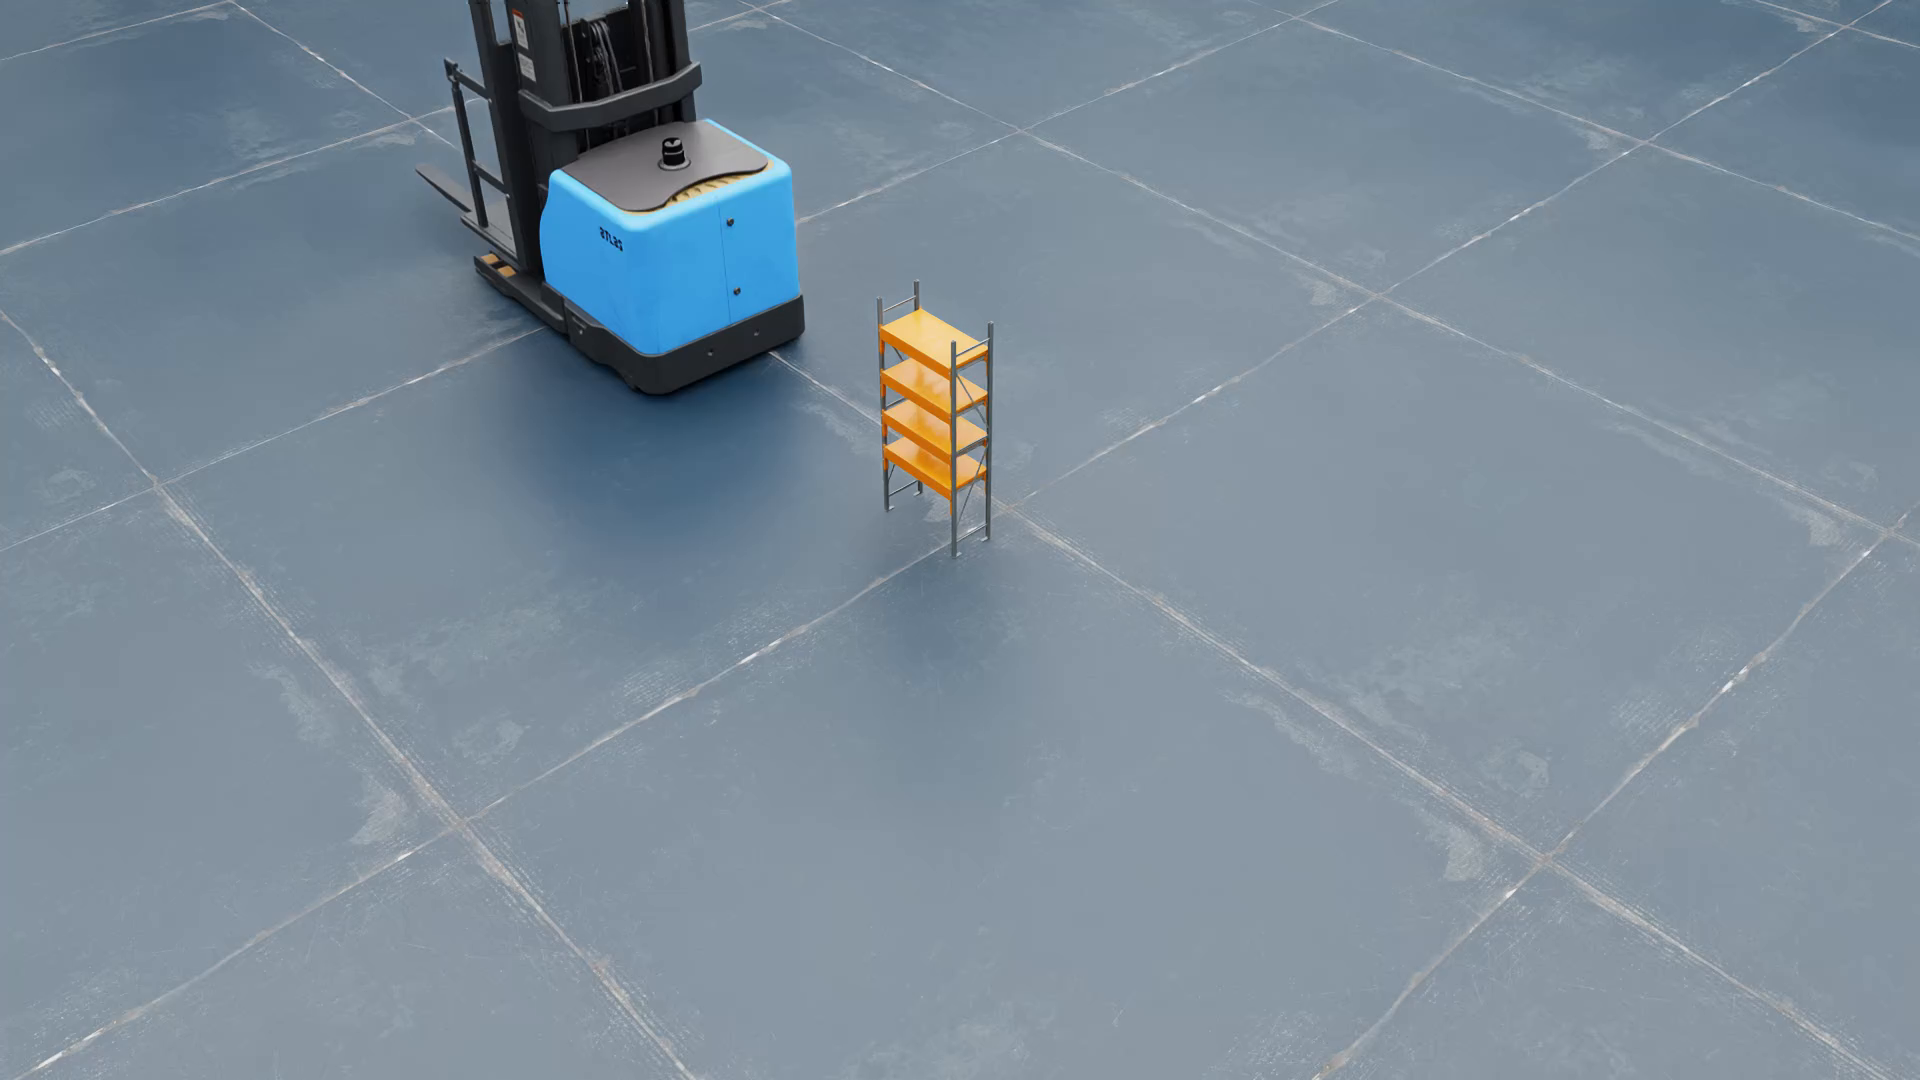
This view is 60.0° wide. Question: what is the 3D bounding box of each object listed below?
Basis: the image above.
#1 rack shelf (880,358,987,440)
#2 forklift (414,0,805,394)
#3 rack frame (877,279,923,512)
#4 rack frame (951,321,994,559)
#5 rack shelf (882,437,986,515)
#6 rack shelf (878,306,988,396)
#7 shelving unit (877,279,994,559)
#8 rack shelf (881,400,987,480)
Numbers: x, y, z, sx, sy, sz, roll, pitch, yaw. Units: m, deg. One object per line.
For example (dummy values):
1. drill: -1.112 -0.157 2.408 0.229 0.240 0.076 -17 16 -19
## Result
1. rack shelf: -0.112 -0.665 7.577 0.258 0.148 0.480 -30 48 -32
2. forklift: -2.214 -2.759 9.042 1.130 2.935 3.031 -29 47 -31
3. rack frame: -0.277 -0.656 7.816 0.240 1.200 0.015 -30 48 -32
4. rack frame: 0.053 -0.430 7.536 0.240 1.200 0.015 -30 48 -32
5. rack shelf: -0.112 -0.337 7.843 0.258 0.148 0.480 -30 48 -32
6. rack shelf: -0.112 -0.849 7.429 0.258 0.148 0.480 -30 48 -32
7. shelving unit: -0.112 -0.543 7.676 0.258 1.200 0.503 -30 48 -32
8. rack shelf: -0.112 -0.491 7.718 0.258 0.148 0.480 -30 48 -32
